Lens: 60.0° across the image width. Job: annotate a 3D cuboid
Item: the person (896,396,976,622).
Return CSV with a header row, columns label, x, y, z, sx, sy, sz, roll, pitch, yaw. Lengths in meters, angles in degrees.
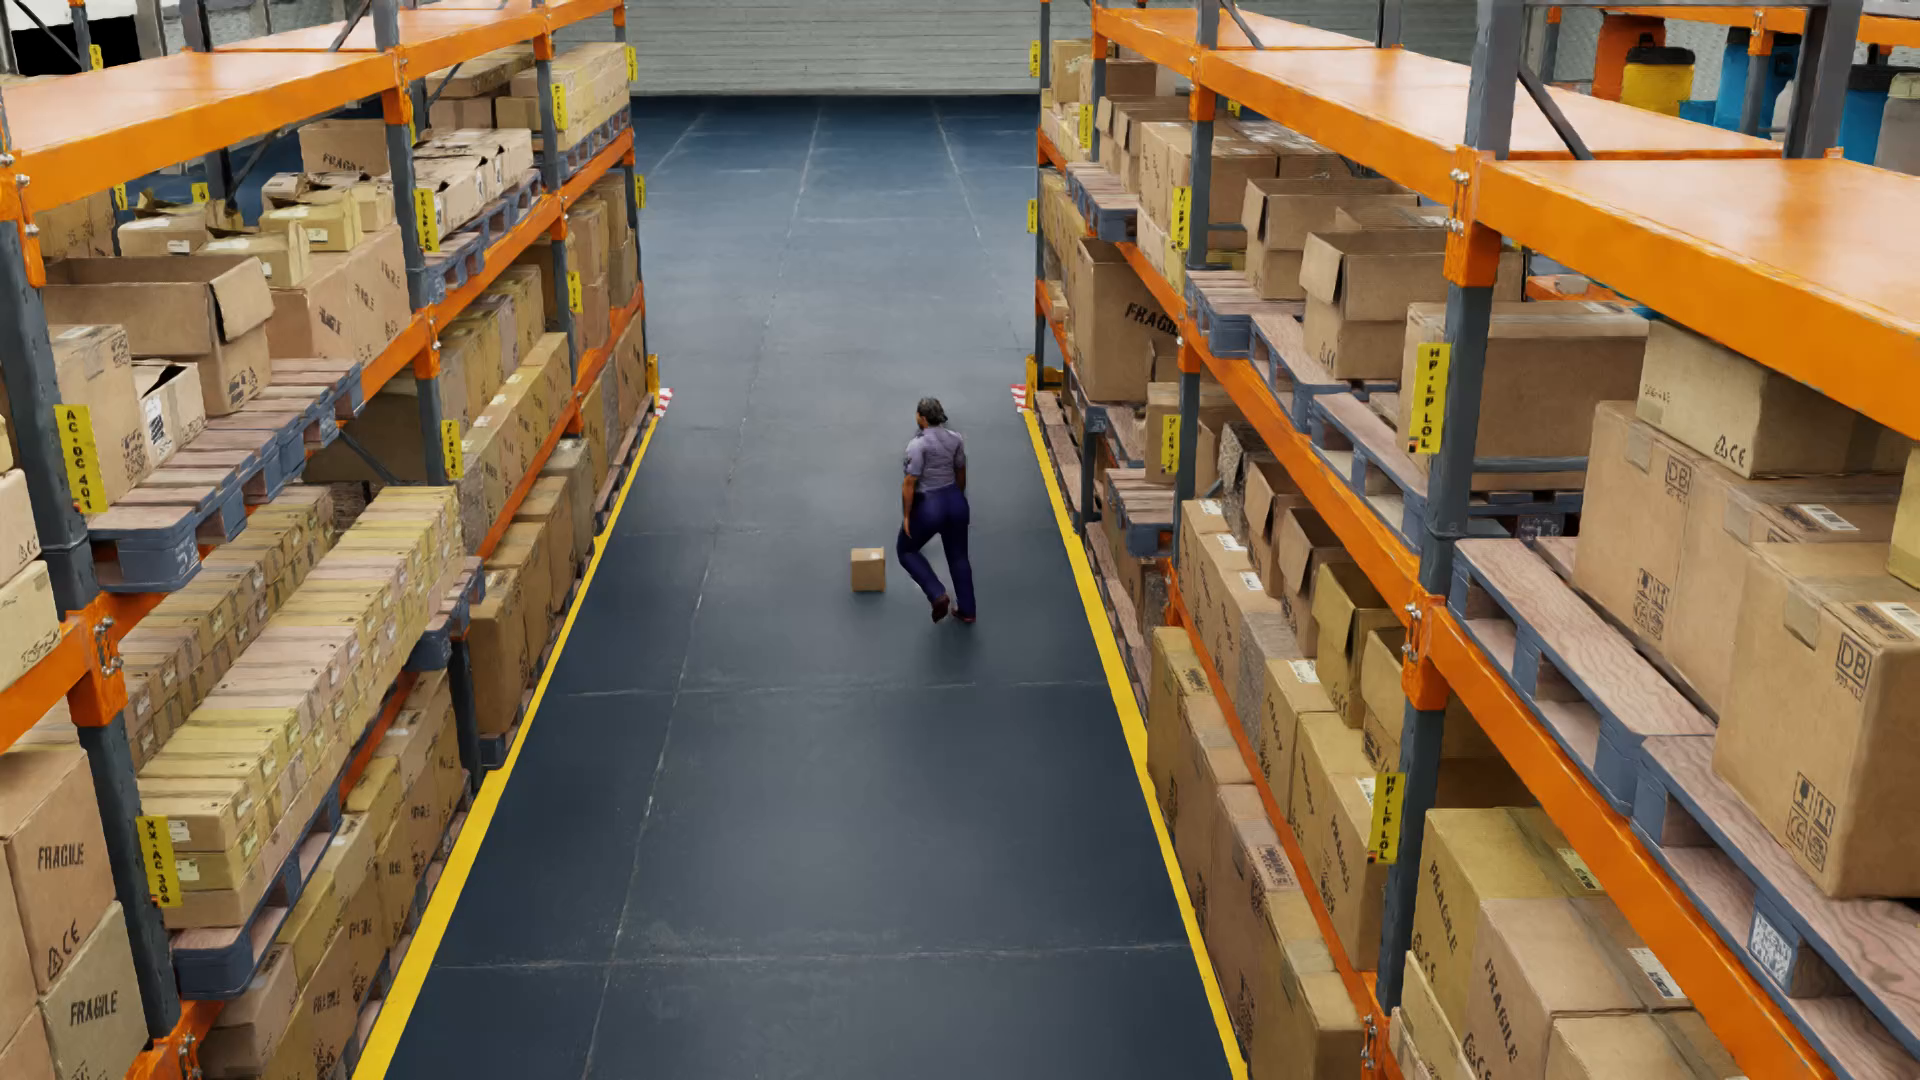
label,x,y,z,sx,sy,sz,roll,pitch,yaw
person,-0.167,-0.200,11.605,0.616,1.647,0.480,-14,25,-33
